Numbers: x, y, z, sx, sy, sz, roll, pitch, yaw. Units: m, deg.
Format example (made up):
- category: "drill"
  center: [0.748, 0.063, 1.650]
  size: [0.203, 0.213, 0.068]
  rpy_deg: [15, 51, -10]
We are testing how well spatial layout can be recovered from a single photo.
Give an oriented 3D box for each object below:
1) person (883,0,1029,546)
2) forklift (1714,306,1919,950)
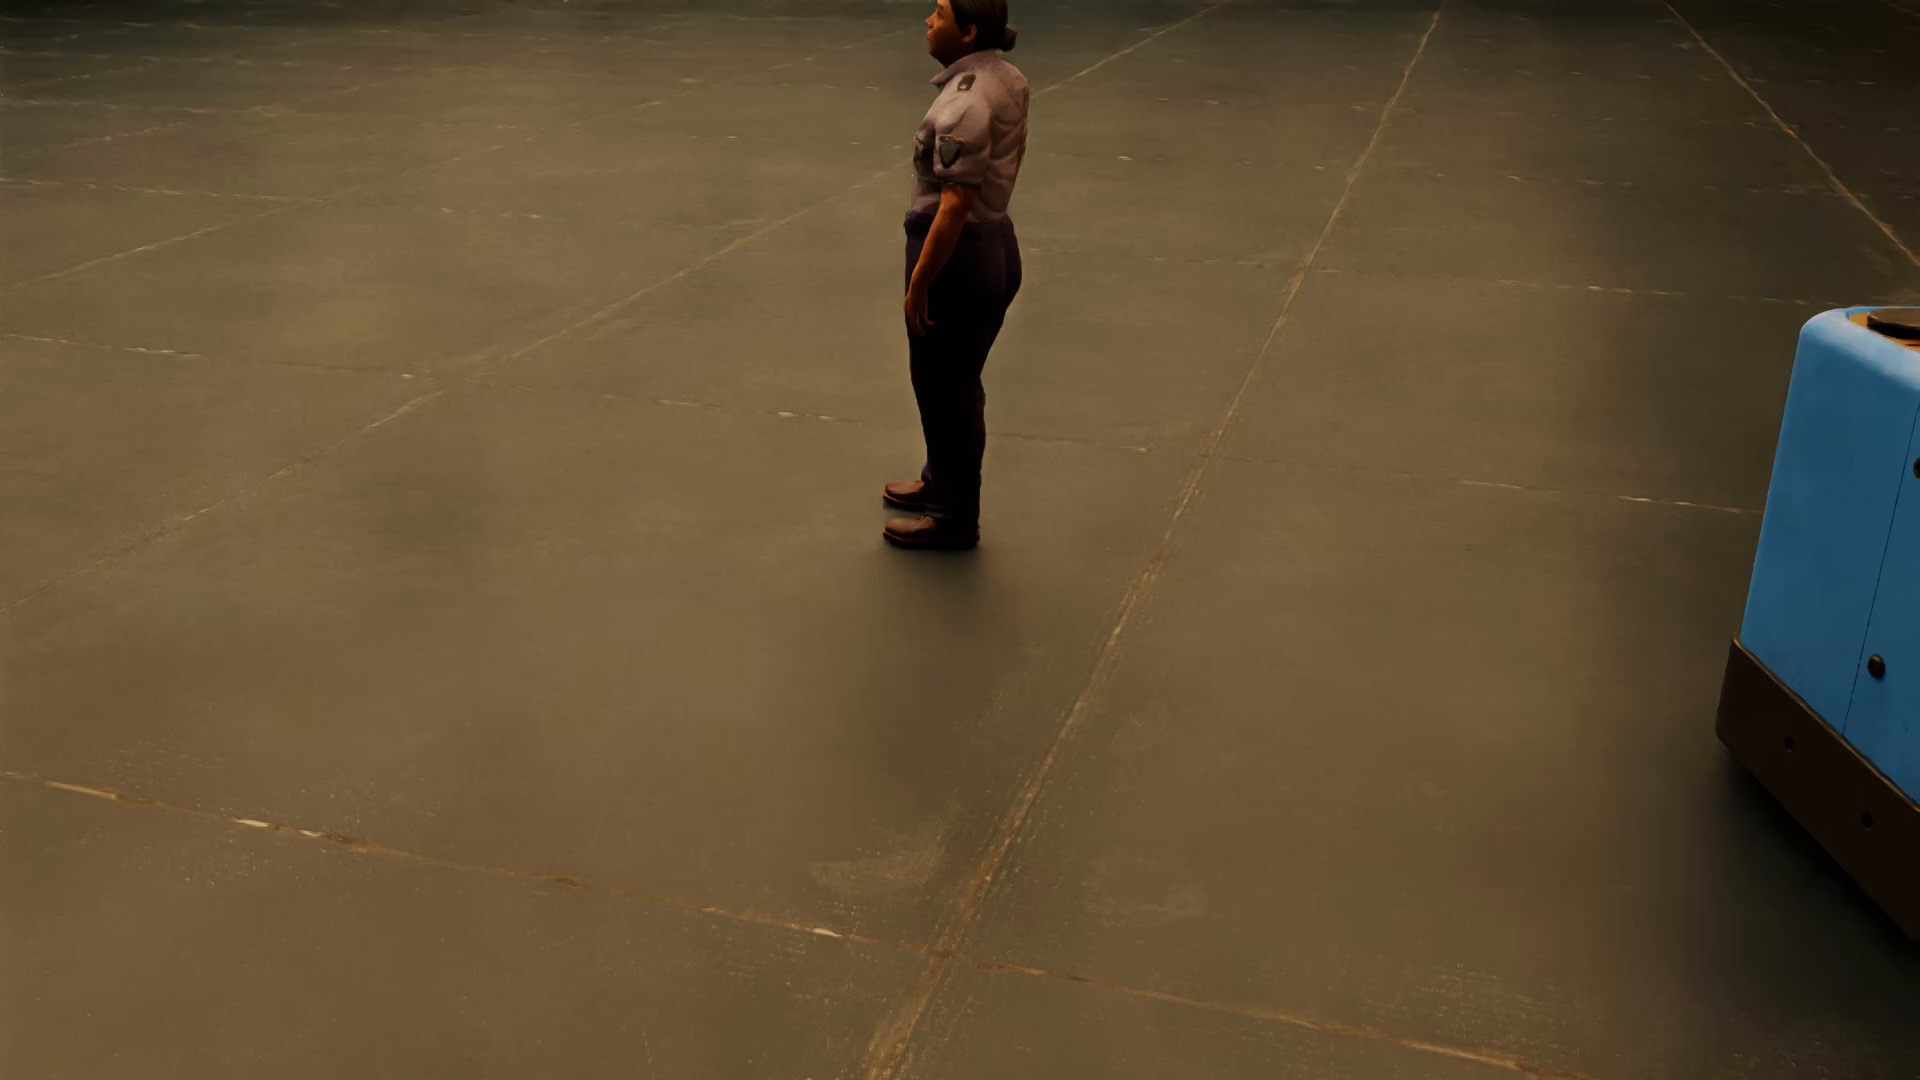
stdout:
- category: "person"
  center: [-0.079, -0.787, 4.848]
  size: [0.502, 1.650, 0.599]
  rpy_deg: [7, 23, 16]
- category: "forklift"
  center: [3.277, -0.698, 2.969]
  size: [3.031, 2.935, 1.130]
  rpy_deg: [-1, 22, -2]
